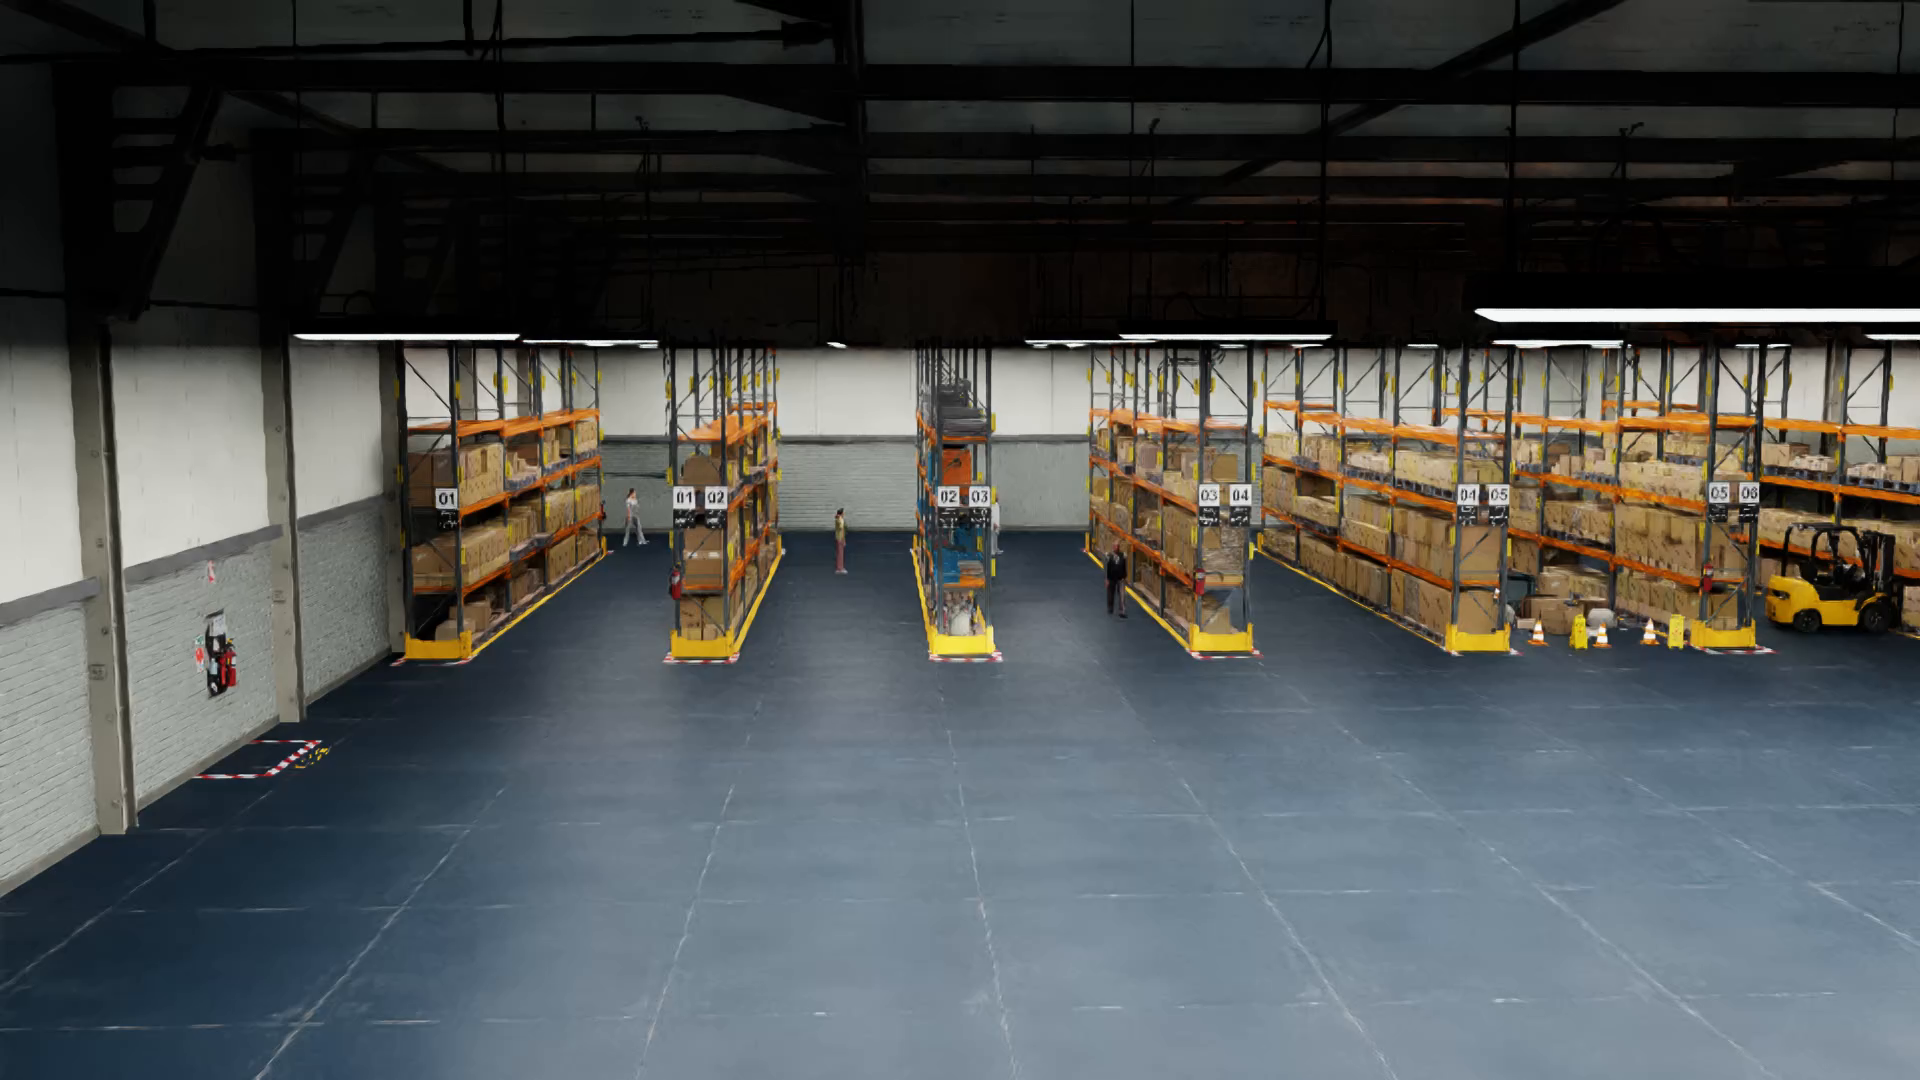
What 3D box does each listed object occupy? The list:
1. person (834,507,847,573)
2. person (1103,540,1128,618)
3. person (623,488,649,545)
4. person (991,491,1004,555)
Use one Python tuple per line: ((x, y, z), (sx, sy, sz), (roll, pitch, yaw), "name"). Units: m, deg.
((-3.071, -0.012, 43.027), (0.389, 1.676, 0.557), (-3, 7, -25), "person")
((3.348, 0.831, 35.845), (0.544, 1.628, 1.101), (0, 6, 1), "person")
((-9.651, -0.700, 49.188), (0.564, 1.660, 0.691), (4, 8, 34), "person")
((0.979, -0.486, 46.733), (0.447, 1.785, 0.633), (1, 7, 8), "person")
